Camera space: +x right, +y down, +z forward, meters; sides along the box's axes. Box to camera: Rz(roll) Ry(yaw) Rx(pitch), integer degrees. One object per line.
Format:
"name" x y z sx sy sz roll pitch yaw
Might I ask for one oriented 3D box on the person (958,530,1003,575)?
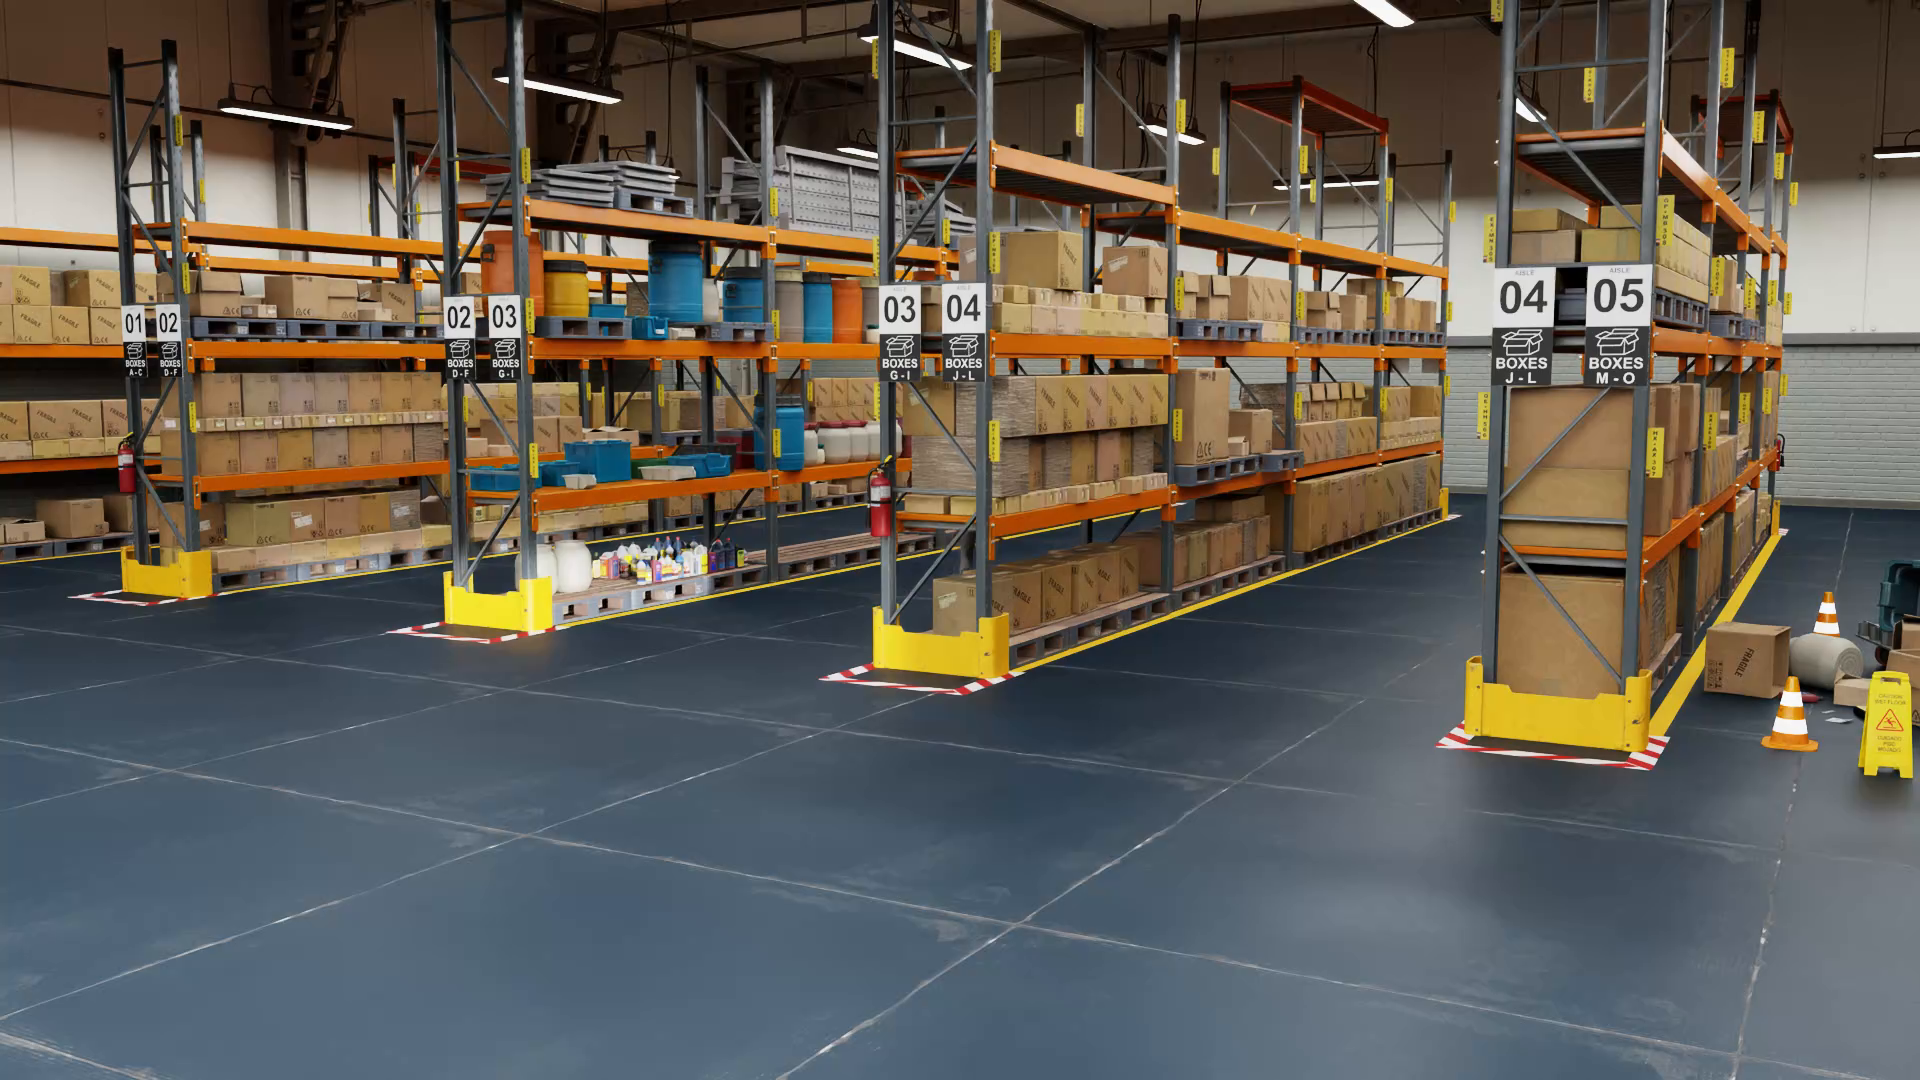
"person" 0.186 -0.110 17.355 0.516 1.666 0.455 1 6 10
